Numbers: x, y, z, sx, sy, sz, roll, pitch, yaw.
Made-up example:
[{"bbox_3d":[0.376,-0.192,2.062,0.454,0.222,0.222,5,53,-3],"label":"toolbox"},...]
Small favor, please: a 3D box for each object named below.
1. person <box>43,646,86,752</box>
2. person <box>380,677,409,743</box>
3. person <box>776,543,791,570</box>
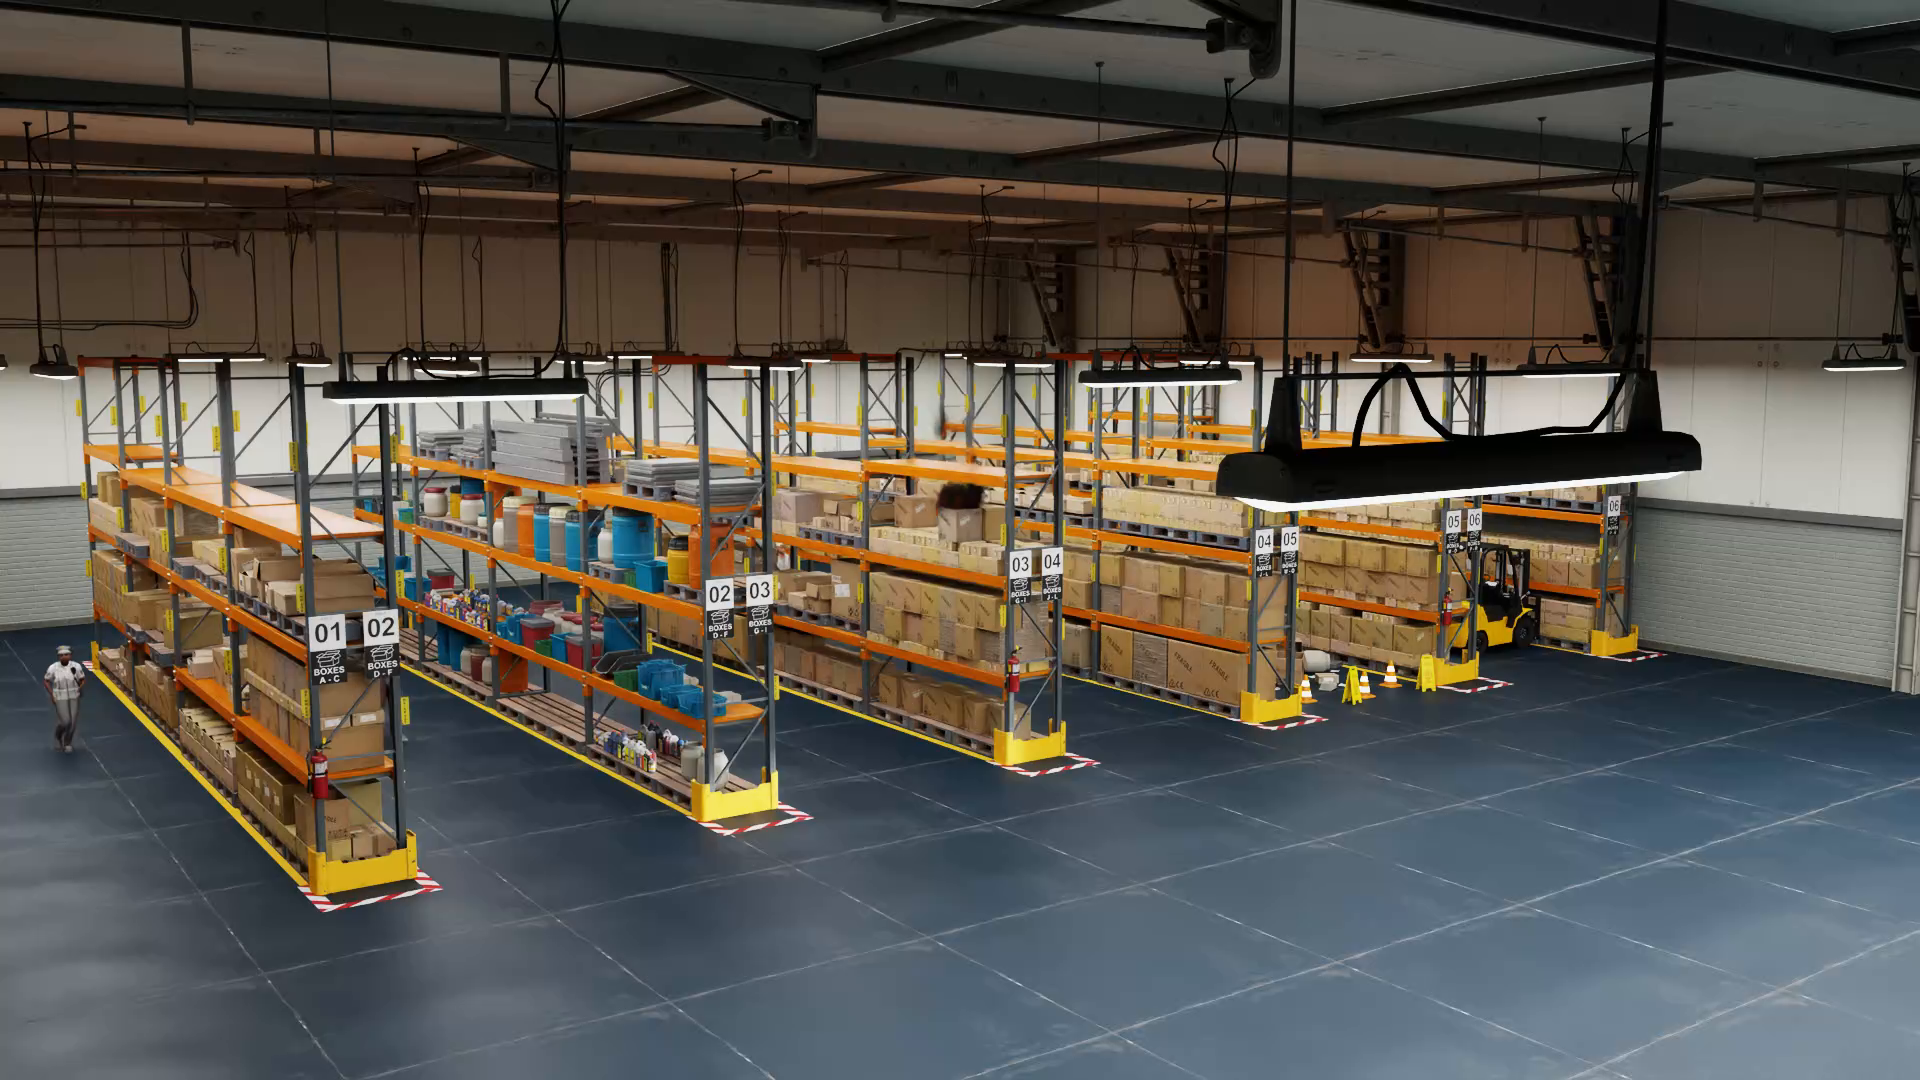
[{"bbox_3d":[-13.635,2.429,25.396,0.542,1.667,0.573,-6,9,-39],"label":"person"},{"bbox_3d":[-9.068,2.257,26.137,1.023,1.779,0.716,5,9,36],"label":"person"},{"bbox_3d":[-4.058,0.914,37.570,0.655,1.774,0.845,-5,8,-34],"label":"person"}]
